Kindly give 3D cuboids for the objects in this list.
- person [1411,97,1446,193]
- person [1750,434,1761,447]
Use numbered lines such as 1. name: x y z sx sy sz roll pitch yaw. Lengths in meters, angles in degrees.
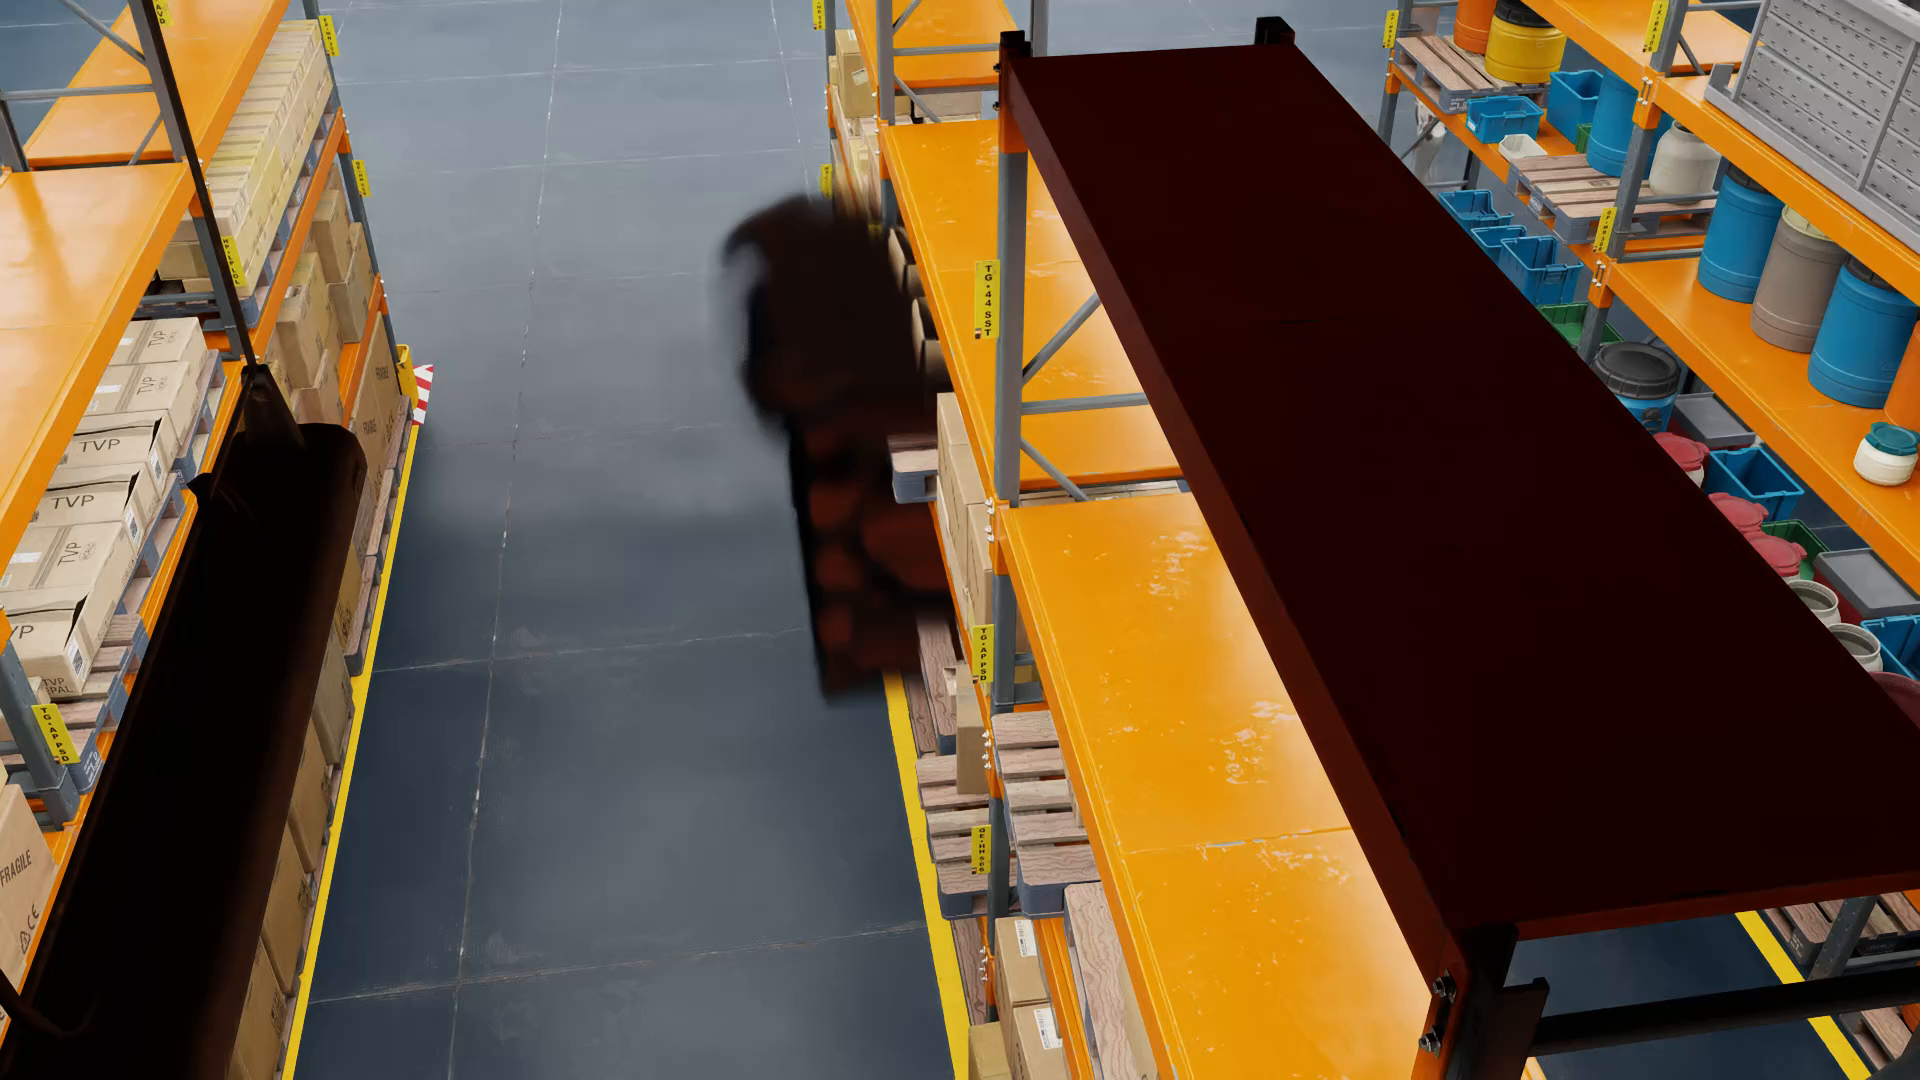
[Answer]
1. person: 5.050 -4.356 17.985 0.364 1.688 0.480 8 37 11
2. person: 6.172 -0.924 13.314 0.564 1.674 0.500 13 38 17
